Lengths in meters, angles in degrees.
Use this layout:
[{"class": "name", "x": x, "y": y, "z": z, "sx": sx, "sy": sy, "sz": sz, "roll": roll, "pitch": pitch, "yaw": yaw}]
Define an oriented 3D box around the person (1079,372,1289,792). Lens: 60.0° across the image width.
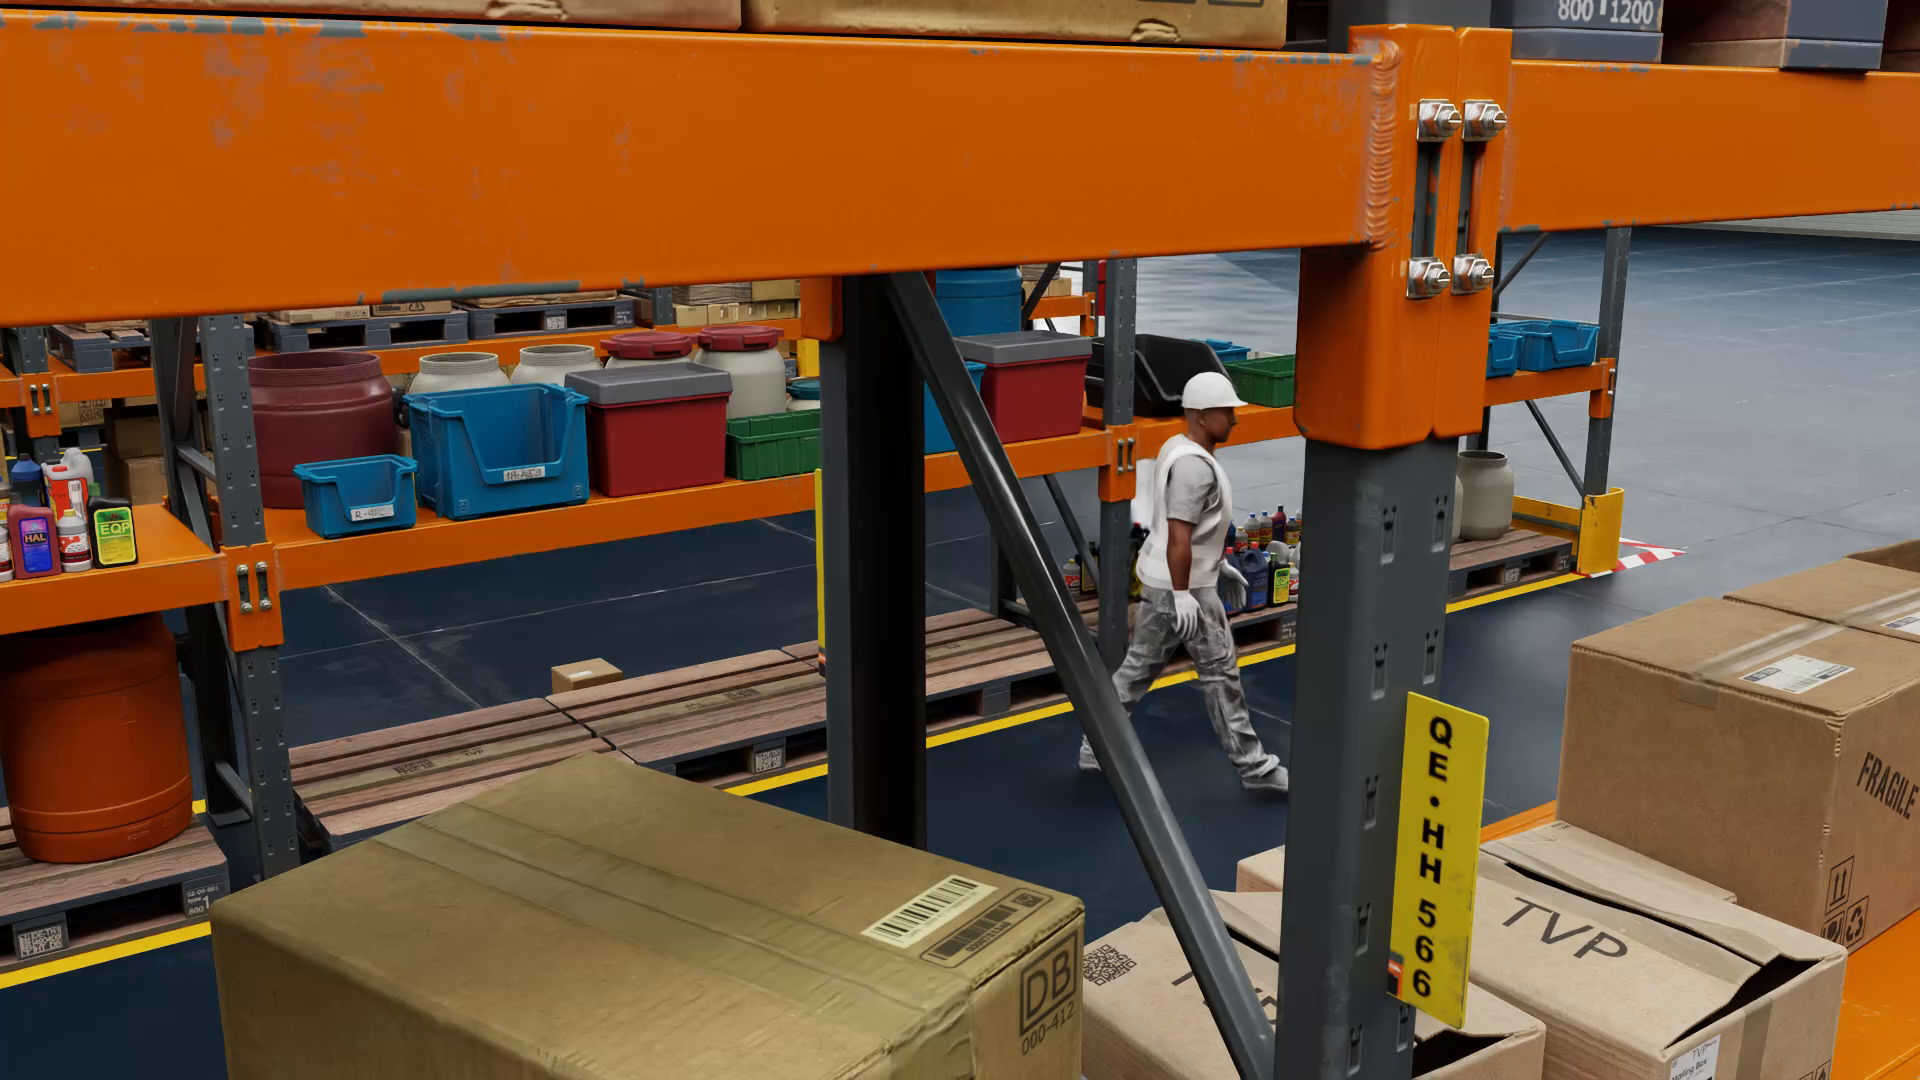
[{"class": "person", "x": 0.997, "y": 0.161, "z": 6.920, "sx": 0.973, "sy": 1.715, "sz": 0.582, "roll": 0, "pitch": 14, "yaw": -1}]
